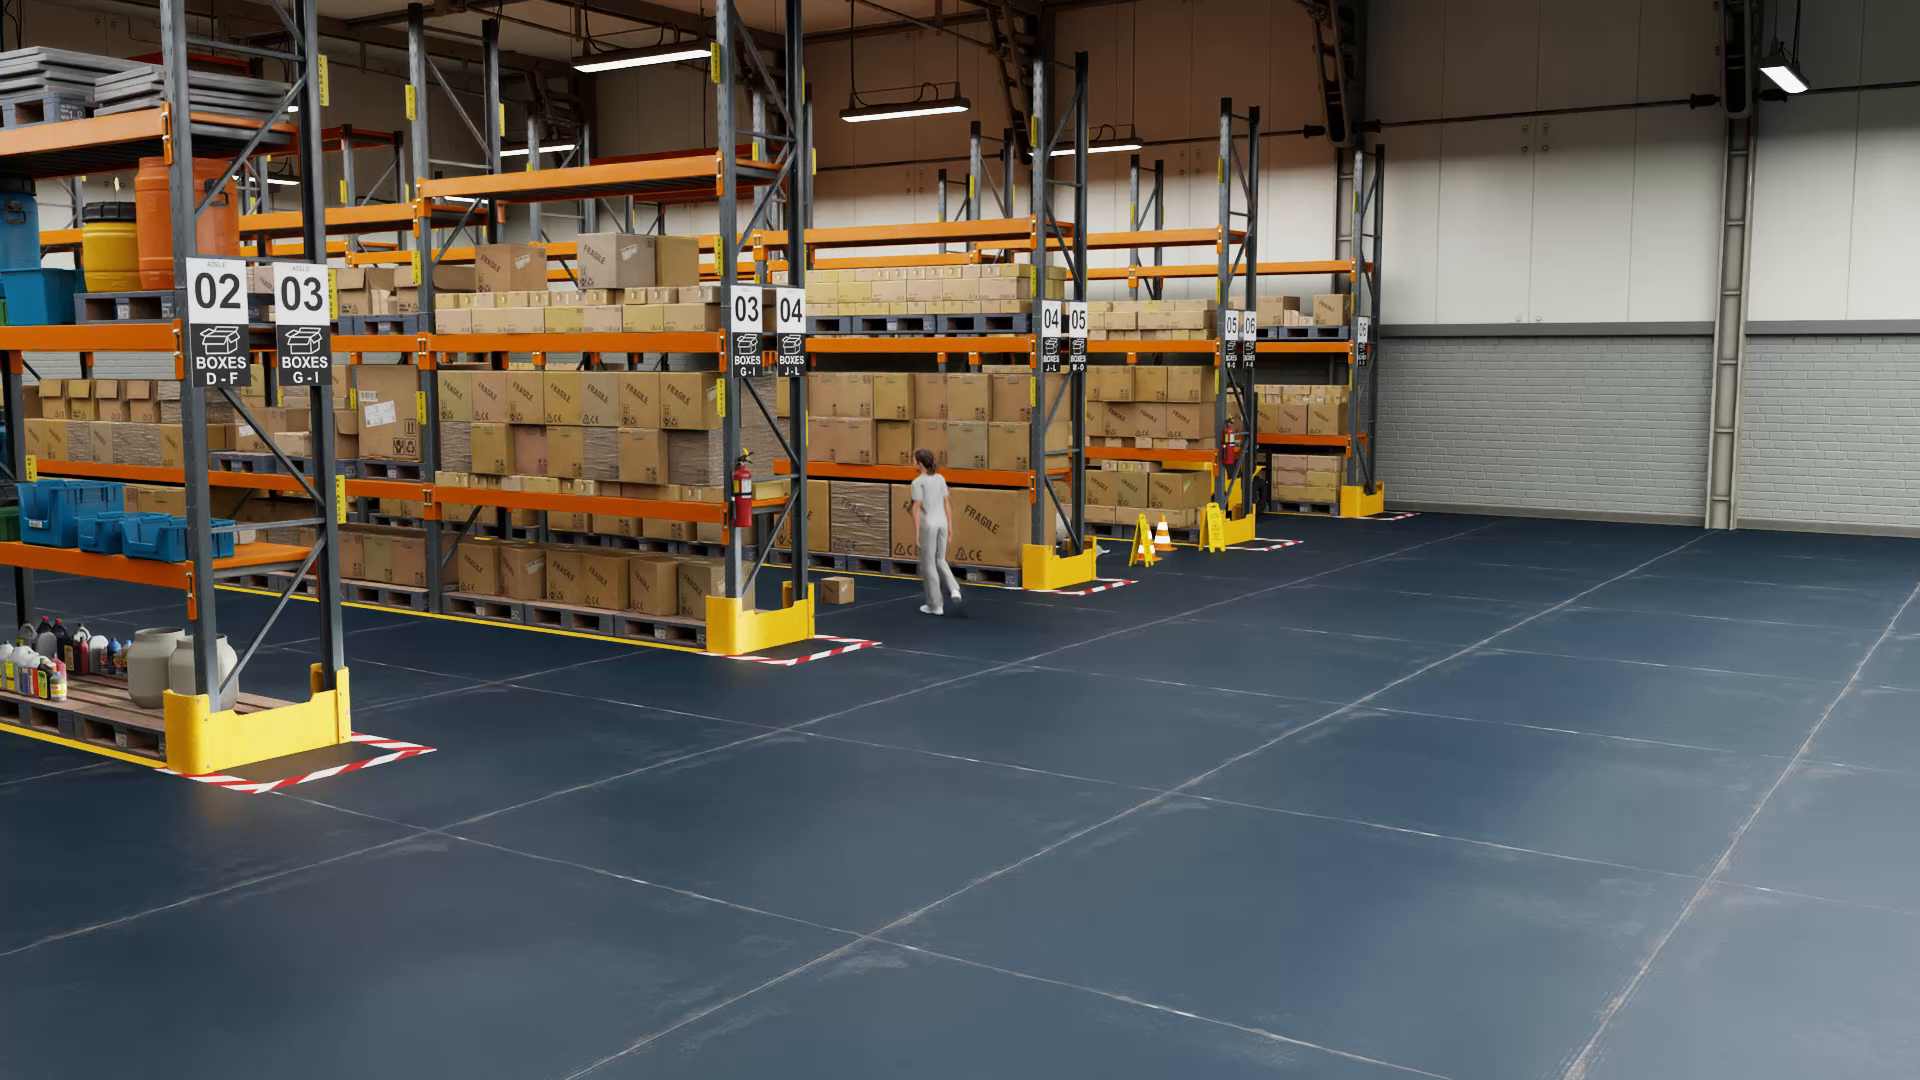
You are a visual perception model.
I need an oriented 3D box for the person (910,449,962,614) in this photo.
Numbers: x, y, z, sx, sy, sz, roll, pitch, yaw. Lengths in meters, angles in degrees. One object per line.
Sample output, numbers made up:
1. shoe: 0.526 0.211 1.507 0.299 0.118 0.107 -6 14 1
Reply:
1. person: -0.241 -0.084 16.719 0.507 1.665 0.516 -5 8 -40
